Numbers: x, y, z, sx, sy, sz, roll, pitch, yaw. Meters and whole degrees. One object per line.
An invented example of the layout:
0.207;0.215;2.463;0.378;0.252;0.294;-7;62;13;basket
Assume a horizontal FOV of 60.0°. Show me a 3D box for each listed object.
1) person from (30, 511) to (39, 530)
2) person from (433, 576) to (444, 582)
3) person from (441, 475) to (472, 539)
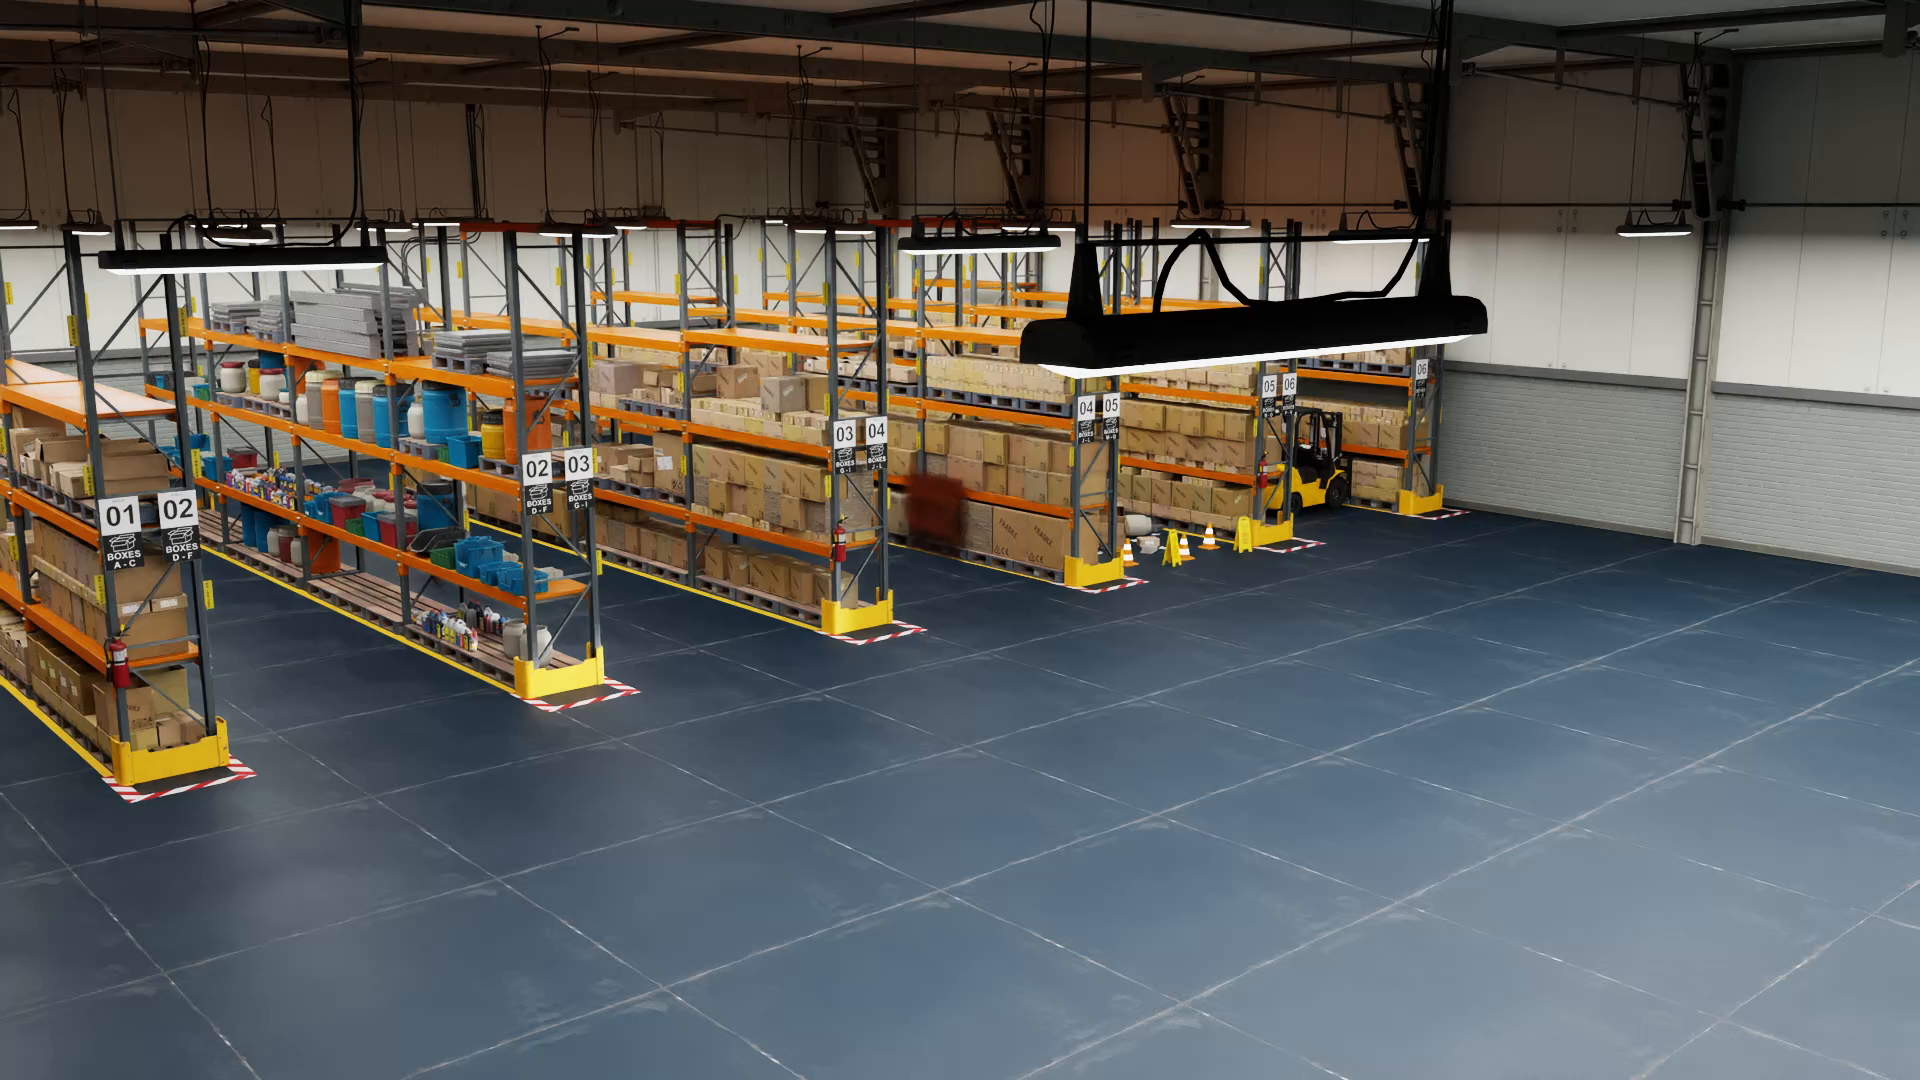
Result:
-15.826;-0.124;28.527;0.534;1.571;0.693;-8;14;-36;person
-8.813;-0.029;28.081;0.527;1.561;0.725;-7;13;-31;person
-9.609;-0.852;31.651;0.548;1.714;1.062;-8;14;-35;person
